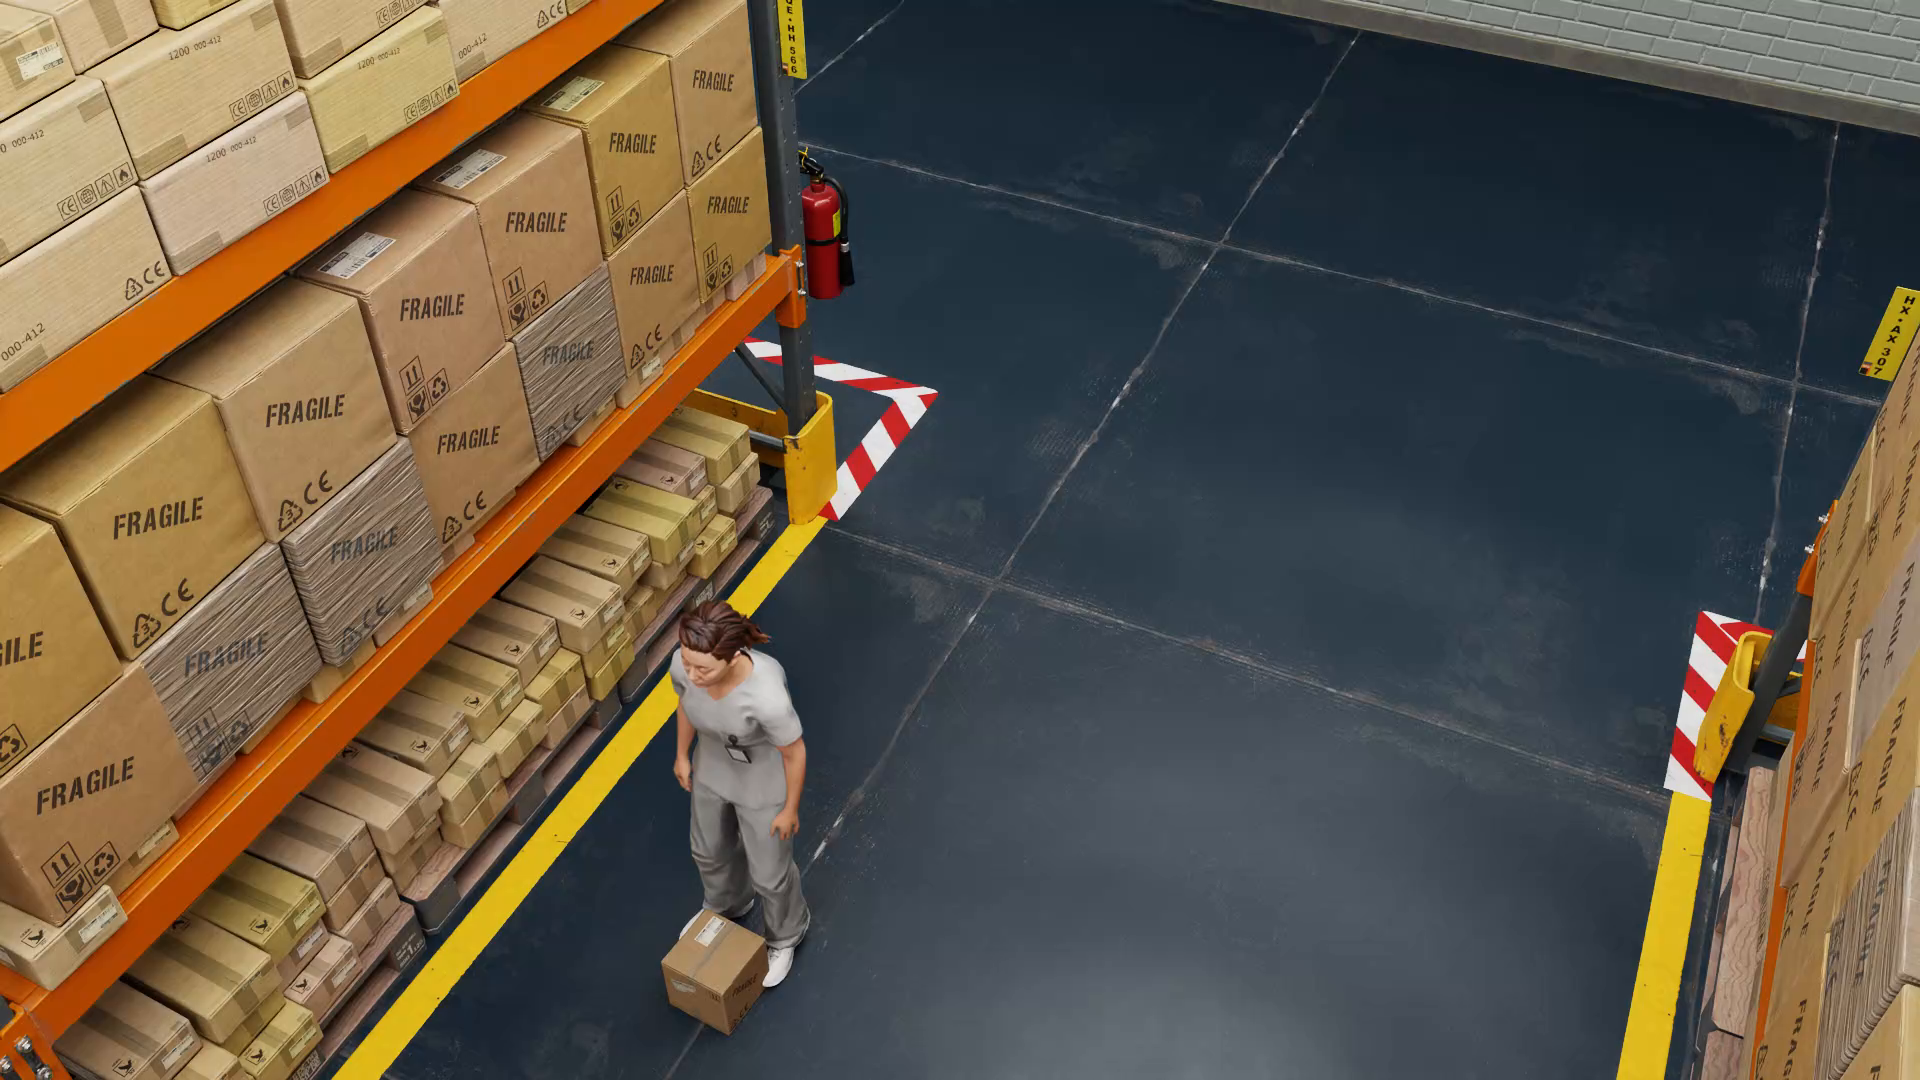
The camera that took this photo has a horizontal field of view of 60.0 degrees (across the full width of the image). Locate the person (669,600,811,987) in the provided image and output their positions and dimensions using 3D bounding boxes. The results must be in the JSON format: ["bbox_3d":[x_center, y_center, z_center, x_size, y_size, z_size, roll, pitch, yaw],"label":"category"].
[{"bbox_3d":[-0.702,0.781,5.299,0.484,1.672,0.360,22,47,22],"label":"person"}]
